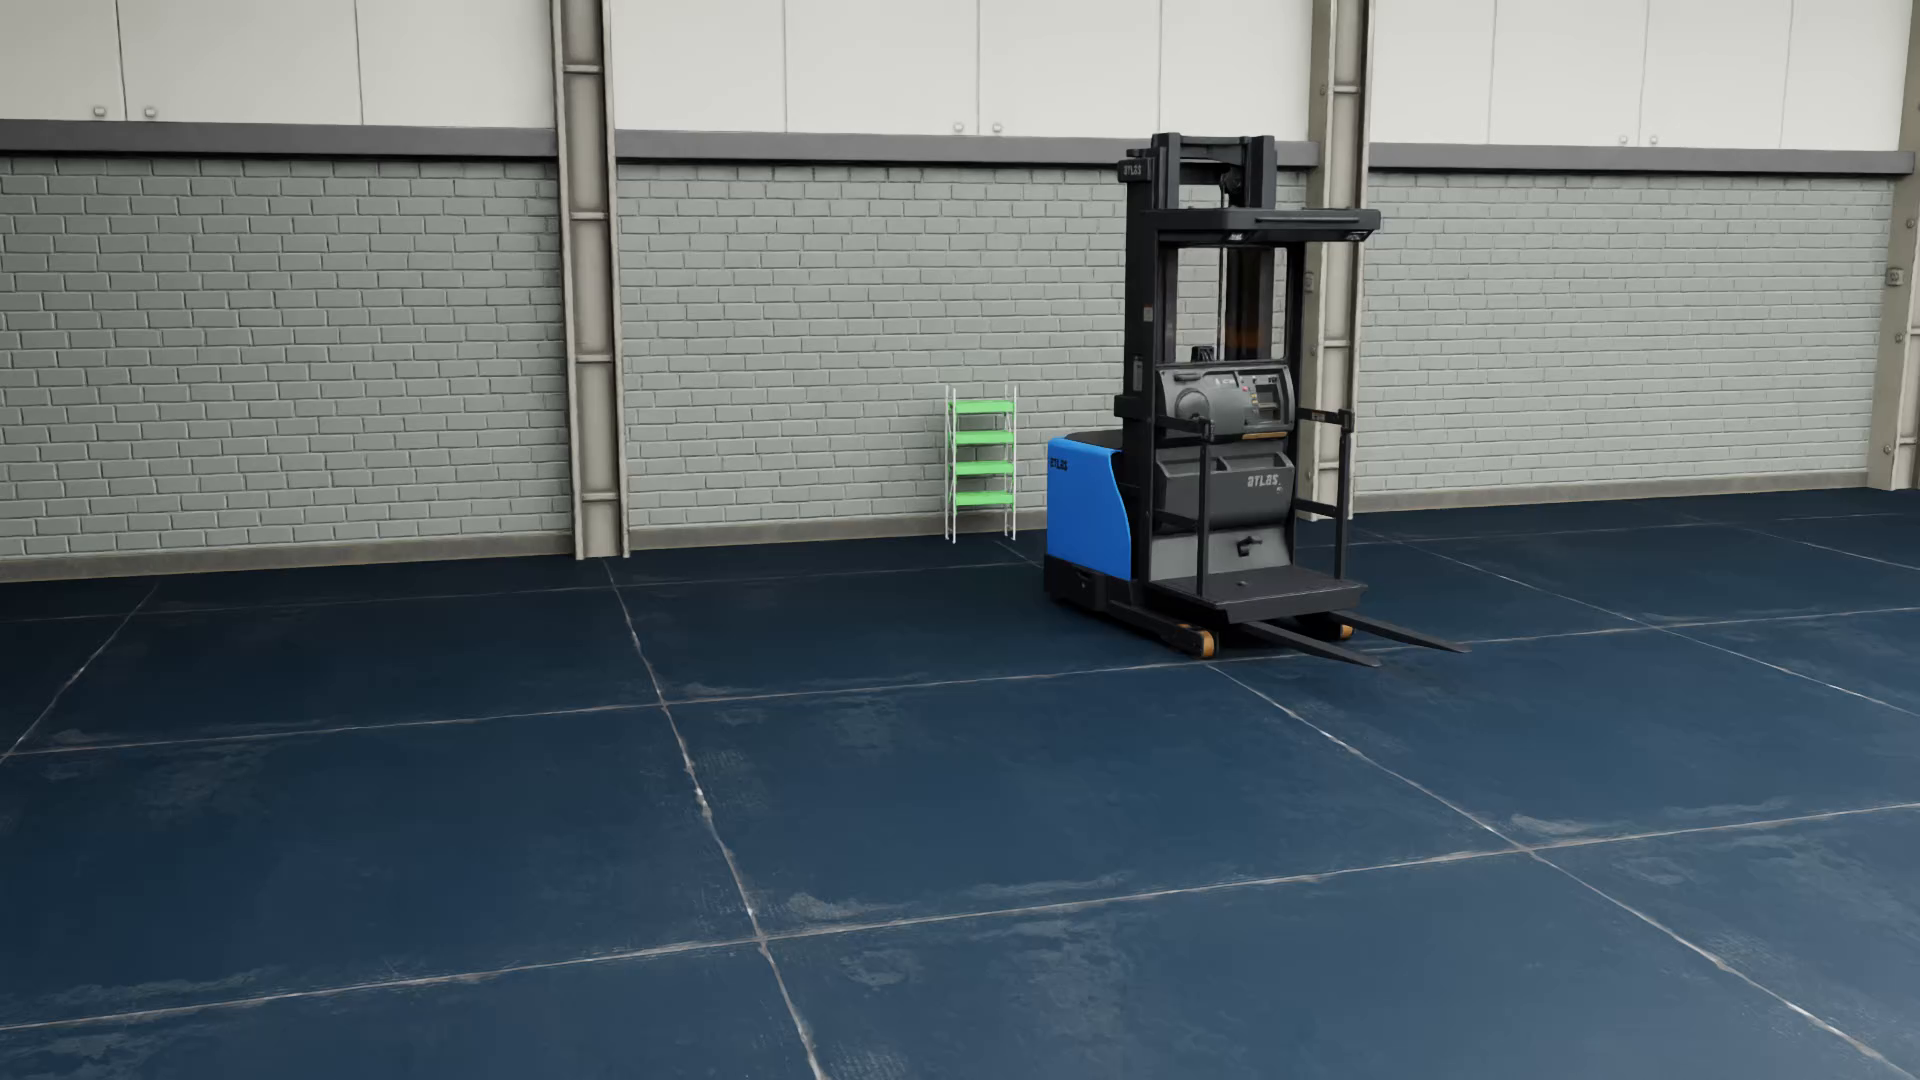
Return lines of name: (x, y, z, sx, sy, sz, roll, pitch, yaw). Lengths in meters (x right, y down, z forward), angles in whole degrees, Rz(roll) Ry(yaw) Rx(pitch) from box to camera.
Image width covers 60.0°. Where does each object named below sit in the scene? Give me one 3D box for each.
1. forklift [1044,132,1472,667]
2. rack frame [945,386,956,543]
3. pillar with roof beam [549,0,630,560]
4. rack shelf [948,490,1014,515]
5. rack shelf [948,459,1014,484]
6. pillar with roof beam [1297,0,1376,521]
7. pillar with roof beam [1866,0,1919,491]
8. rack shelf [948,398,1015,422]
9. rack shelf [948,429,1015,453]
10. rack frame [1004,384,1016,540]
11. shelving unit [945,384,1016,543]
forklift: (1.676, -0.858, 9.614, 1.130, 2.935, 3.031, -5, 12, -27)
rack frame: (-0.075, -0.586, 12.916, 0.015, 1.200, 0.240, -3, 11, -16)
pillar with roof beam: (-1.479, -3.566, 7.561, 0.400, 9.000, 9.100, -3, 11, -16)
rack shelf: (0.159, -0.300, 13.038, 0.480, 0.148, 0.258, -3, 11, -16)
rack shelf: (0.159, -0.536, 12.995, 0.480, 0.148, 0.258, -3, 11, -16)
pillar with roof beam: (4.282, -3.869, 9.210, 0.400, 9.000, 9.100, -3, 11, -16)
pillar with roof beam: (10.043, -4.173, 10.860, 0.400, 9.000, 9.100, -3, 11, -16)
rack shelf: (0.159, -1.008, 12.908, 0.480, 0.148, 0.258, -3, 11, -16)
rack shelf: (0.159, -0.772, 12.951, 0.480, 0.148, 0.258, -3, 11, -16)
rack frame: (0.393, -0.611, 13.050, 0.015, 1.200, 0.240, -3, 11, -16)
shelving unit: (0.159, -0.598, 12.983, 0.503, 1.200, 0.258, -3, 11, -16)
